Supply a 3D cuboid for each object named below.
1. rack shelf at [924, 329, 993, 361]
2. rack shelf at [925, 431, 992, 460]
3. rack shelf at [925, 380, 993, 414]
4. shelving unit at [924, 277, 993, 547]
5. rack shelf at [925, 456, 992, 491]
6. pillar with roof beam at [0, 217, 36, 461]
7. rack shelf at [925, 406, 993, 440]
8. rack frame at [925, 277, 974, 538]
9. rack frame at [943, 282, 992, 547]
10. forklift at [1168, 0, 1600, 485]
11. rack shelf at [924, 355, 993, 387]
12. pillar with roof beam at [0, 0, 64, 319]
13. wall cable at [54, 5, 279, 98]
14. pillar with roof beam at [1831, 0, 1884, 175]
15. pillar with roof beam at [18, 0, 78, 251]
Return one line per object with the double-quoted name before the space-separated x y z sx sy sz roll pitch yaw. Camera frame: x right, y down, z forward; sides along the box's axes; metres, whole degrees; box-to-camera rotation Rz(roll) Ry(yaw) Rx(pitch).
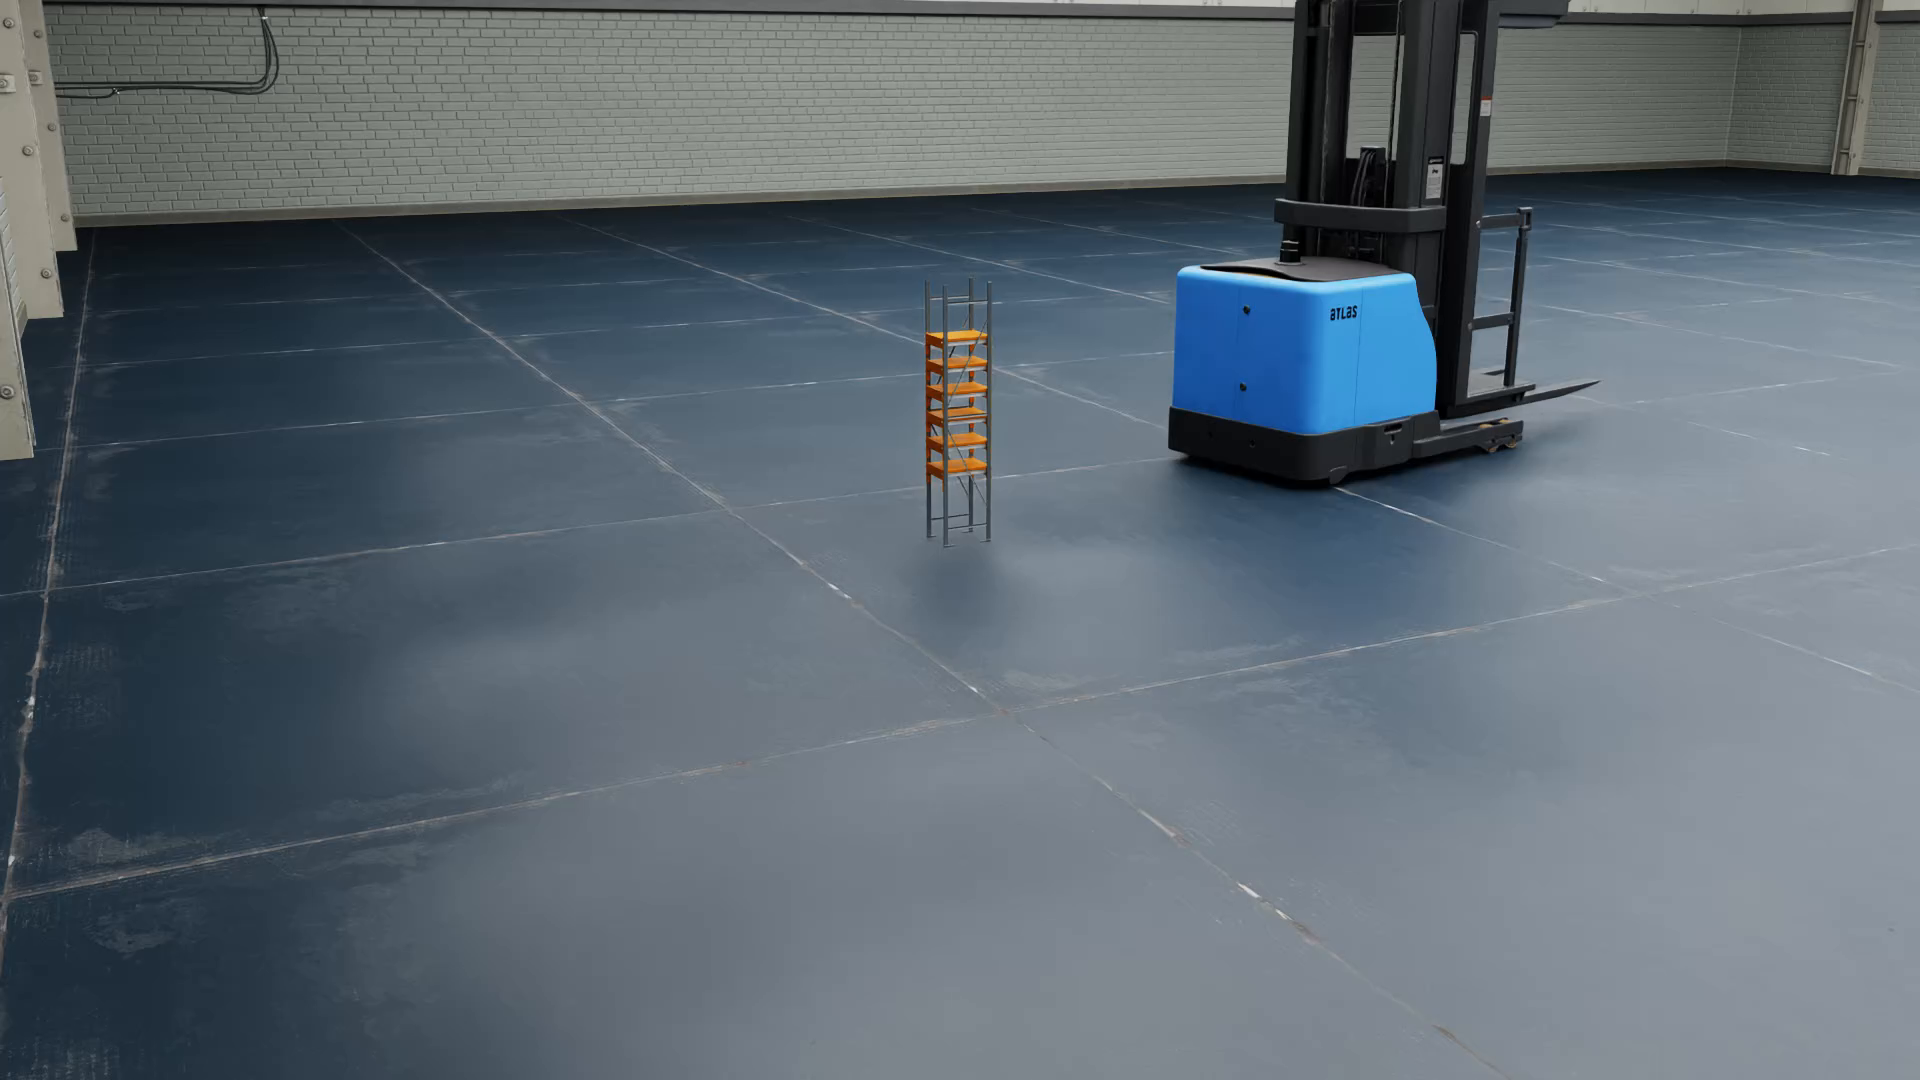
"rack shelf" -0.006 -0.884 7.511 0.258 0.103 0.180 -8 18 -25
"rack shelf" -0.006 -0.422 7.643 0.258 0.103 0.180 -8 18 -25
"rack shelf" -0.006 -0.653 7.577 0.258 0.103 0.180 -8 18 -25
"shelving unit" -0.006 -0.580 7.598 0.258 1.200 0.189 -8 18 -25
"rack shelf" -0.006 -0.307 7.676 0.258 0.103 0.180 -8 18 -25
"pillar with roof beam" -1.578 -5.341 10.047 9.100 9.000 0.400 -8 18 -25
"rack shelf" -0.006 -0.538 7.610 0.258 0.103 0.180 -8 18 -25
"rack frame" -0.046 -0.603 7.677 0.240 1.200 0.006 -8 18 -25
"rack frame" 0.034 -0.558 7.519 0.240 1.200 0.006 -8 18 -25
"forklift" 2.628 -2.006 9.428 3.031 2.935 1.130 -12 20 -37
"rack shelf" -0.006 -0.768 7.544 0.258 0.103 0.180 -8 18 -25
"pillar with roof beam" -4.207 -6.828 15.231 9.100 9.000 0.400 -8 18 -25
"wall cable" -10.807 -7.194 22.133 3.097 2.526 0.112 -8 18 -25
"pillar with roof beam" 13.741 -11.082 30.054 9.100 9.000 0.400 -8 18 -25
"pillar with roof beam" -6.835 -8.316 20.415 9.100 9.000 0.400 -8 18 -25
